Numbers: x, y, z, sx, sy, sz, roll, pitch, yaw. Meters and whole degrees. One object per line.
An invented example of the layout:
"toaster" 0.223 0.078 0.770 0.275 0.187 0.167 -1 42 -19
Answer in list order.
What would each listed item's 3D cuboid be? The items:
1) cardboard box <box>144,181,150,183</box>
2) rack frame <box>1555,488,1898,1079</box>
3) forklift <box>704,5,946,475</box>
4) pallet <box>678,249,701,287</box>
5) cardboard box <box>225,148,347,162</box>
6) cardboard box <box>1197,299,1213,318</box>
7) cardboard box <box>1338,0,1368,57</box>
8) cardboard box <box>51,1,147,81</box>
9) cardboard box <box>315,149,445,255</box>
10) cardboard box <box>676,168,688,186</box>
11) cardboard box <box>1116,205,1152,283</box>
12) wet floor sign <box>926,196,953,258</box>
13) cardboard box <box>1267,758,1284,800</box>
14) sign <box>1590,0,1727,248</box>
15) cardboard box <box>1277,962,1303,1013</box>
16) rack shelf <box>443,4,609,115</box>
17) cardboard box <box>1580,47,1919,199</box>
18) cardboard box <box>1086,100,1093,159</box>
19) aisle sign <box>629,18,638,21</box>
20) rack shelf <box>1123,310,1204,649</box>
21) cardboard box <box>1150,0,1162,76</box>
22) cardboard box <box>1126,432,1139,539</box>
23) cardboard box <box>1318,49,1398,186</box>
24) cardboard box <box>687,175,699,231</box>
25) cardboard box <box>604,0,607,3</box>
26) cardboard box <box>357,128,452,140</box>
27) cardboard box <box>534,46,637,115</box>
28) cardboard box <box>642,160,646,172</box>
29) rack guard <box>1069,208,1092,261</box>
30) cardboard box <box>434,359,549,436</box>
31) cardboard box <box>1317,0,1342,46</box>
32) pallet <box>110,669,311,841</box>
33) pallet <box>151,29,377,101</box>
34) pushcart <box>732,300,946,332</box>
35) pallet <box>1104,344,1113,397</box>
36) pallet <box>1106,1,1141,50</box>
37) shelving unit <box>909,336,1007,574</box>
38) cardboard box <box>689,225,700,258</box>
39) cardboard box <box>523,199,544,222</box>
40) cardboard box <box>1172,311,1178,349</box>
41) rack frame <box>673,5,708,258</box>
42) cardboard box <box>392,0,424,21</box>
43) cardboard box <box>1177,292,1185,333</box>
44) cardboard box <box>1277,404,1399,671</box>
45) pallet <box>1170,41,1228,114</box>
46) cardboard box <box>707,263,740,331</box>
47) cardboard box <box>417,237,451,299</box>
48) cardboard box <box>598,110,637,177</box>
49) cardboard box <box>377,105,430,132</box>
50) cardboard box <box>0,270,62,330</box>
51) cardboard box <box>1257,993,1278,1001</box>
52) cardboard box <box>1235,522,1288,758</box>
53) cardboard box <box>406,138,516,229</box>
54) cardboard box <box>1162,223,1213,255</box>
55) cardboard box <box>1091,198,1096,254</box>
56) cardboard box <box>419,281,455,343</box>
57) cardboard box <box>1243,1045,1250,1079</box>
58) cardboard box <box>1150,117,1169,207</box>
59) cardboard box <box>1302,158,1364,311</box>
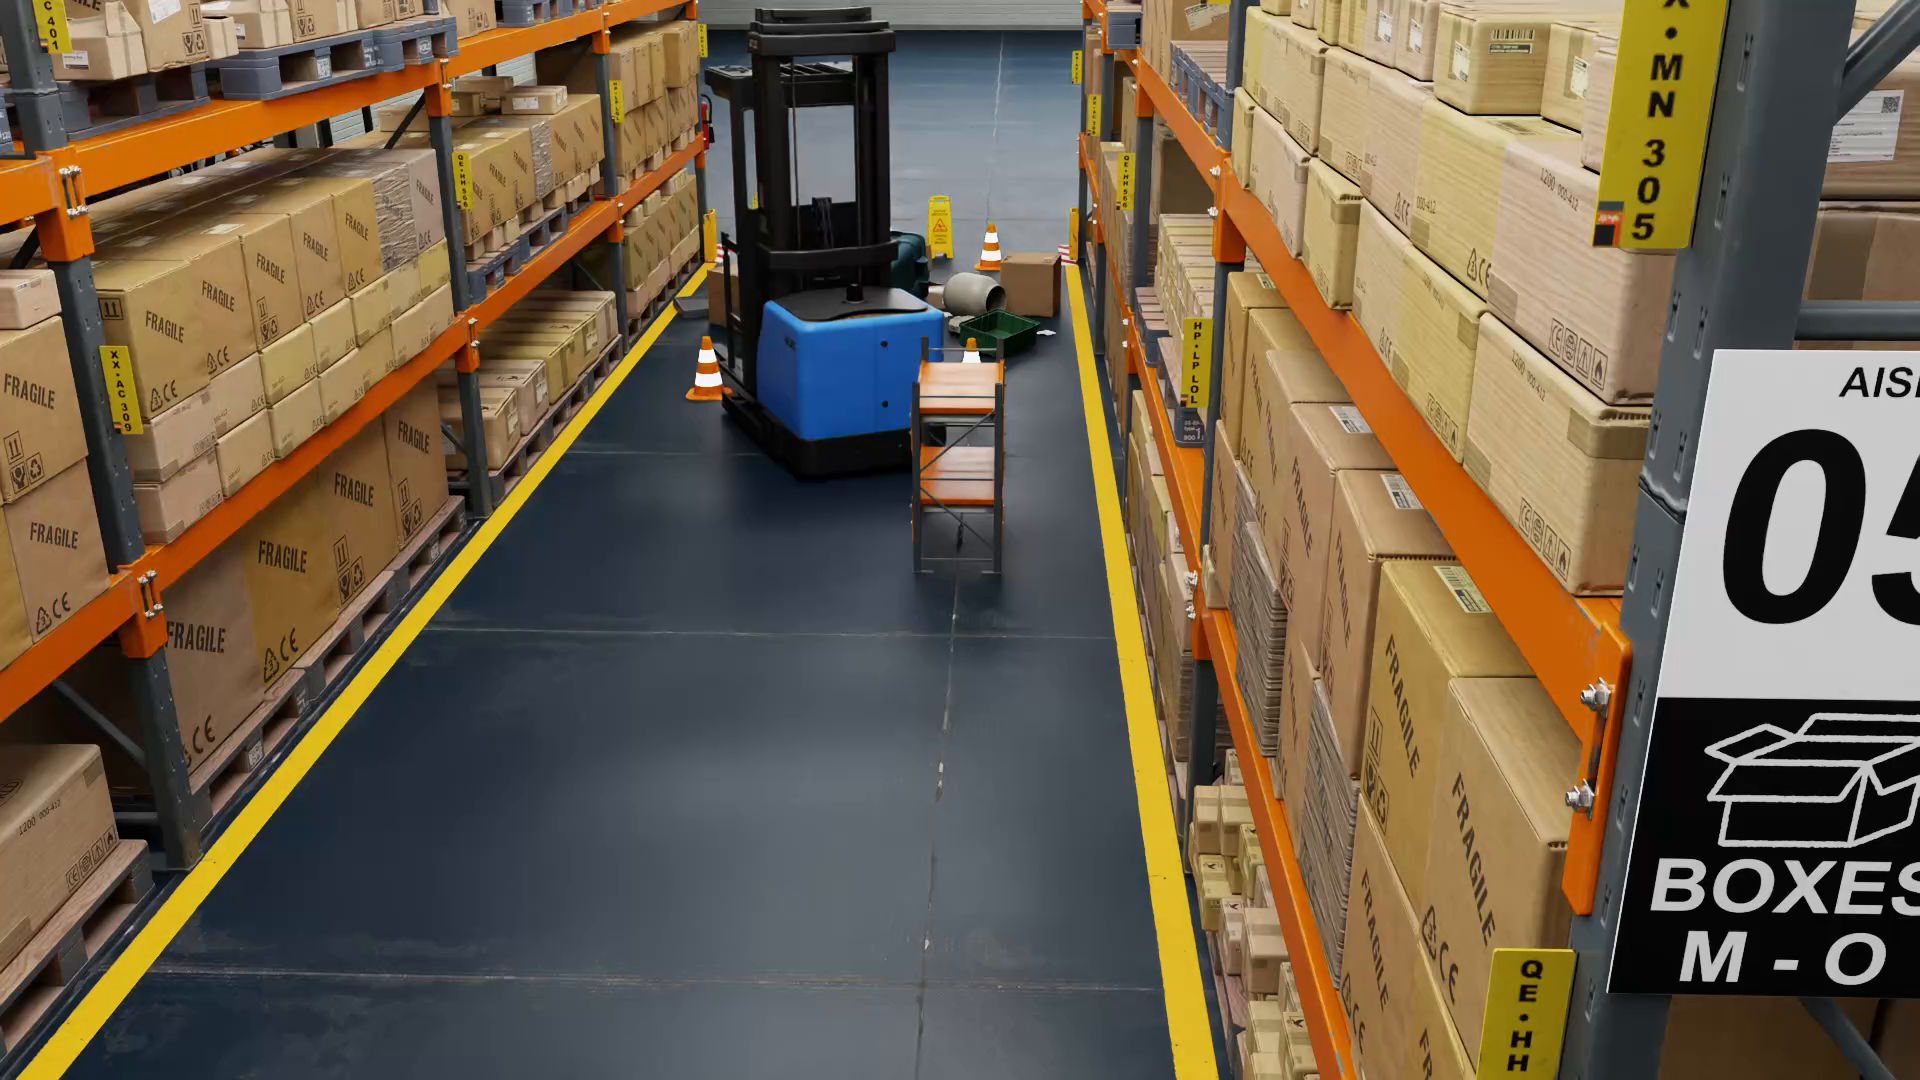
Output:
"cardboard box" -7.866 -3.518 16.787 0.500 0.250 0.500 1 21 3
"rack frame" 1.271 1.364 2.367 1.000 3.000 0.127 1 21 2
"forklift" -1.132 -2.291 11.882 1.130 2.935 3.031 -9 23 -21
"pallet" -3.255 -2.818 17.000 1.003 0.211 1.213 1 21 2
"cardboard box" -3.696 -1.884 9.216 0.500 0.500 0.500 0 21 0
"cardboard box" 1.246 -0.960 7.301 0.380 0.149 0.250 0 21 0
"cardboard box" 1.059 -1.158 3.684 0.380 0.149 0.250 0 21 0
"cardboard box" -3.193 -1.809 6.003 0.396 0.266 0.258 0 21 1
"cardboard box" -3.191 -1.869 9.180 0.500 0.500 0.500 0 21 0
"cardboard box" -2.901 -3.579 16.393 0.380 0.149 0.250 1 21 3
"cardboard box" 1.276 -1.921 10.696 0.500 0.500 0.500 1 21 2
"wet floor sign" -0.220 -3.356 17.785 0.267 0.644 0.232 -3 21 -8
"cardboard box" 1.066 0.610 4.657 0.380 0.149 0.250 2 21 4
"sign" 0.717 -0.461 1.699 0.100 0.325 0.005 1 21 2
"cardboard box" 1.149 1.372 4.884 0.380 0.149 0.250 0 21 -1
"rack shelf" -3.375 -3.333 11.319 1.077 0.370 4.000 1 21 2
"cardboard box" 0.988 -0.507 2.007 0.380 0.149 0.250 0 21 1
"cardboard box" 1.654 -3.956 15.871 0.875 0.550 0.550 1 21 2
"aisle sign" -3.501 -5.677 16.919 0.394 0.787 0.004 1 21 2
"rack shelf" 1.454 -0.470 8.088 1.077 0.370 4.000 1 21 2
"cardboard box" 1.223 -2.589 8.270 0.500 0.500 0.500 1 21 2
"cardboard box" 1.238 -0.306 9.546 0.500 0.500 0.500 0 21 -1
"cardboard box" 1.091 -0.919 3.621 0.500 0.250 0.500 0 21 -1
"cardboard box" -2.957 -3.410 16.855 0.500 0.500 0.500 1 21 2
"cardboard box" -3.057 -4.385 13.385 0.380 0.149 0.250 0 21 1
"cardboard box" -3.681 -2.465 11.104 0.500 0.500 0.500 -1 21 -2
"cardboard box" -3.085 -3.801 13.746 0.700 0.500 0.500 0 21 1
"cardboard box" -3.032 -3.360 14.889 0.380 0.149 0.250 1 21 1
"rack guard" 1.759 -3.264 17.751 1.175 0.500 0.348 1 21 2
"cardboard box" -3.395 -0.988 11.481 0.950 0.372 0.625 0 21 1
"cardboard box" 1.054 -1.252 3.929 0.380 0.149 0.250 2 21 4
"pallet" -3.610 0.920 7.366 1.003 0.211 1.213 1 21 2
"pallet" -3.434 -2.219 7.716 1.003 0.211 1.213 2 21 4
"pushcart" -1.034 -1.763 14.052 1.648 0.377 0.936 -7 22 -17
"pallet" 1.688 -1.395 13.332 1.003 0.211 1.213 1 21 2
"pallet" 1.481 -3.072 9.915 1.213 0.211 1.003 2 21 4
"shelving unit" 0.000 -0.522 9.819 0.538 1.125 1.048 1 21 2
"cardboard box" -2.949 -3.049 16.961 0.500 0.250 0.500 1 21 1
"cardboard box" -3.143 -2.324 11.640 0.380 0.149 0.250 1 21 3
"cardboard box" 1.271 -1.059 8.379 0.380 0.149 0.250 1 21 3
"rack frame" -3.193 -4.439 17.323 1.000 3.000 0.127 1 21 2
"cardboard box" -3.297 -3.051 8.875 0.797 0.503 0.637 -1 21 -2
"cardboard box" 1.261 -1.108 8.093 0.380 0.149 0.250 0 21 1
"cardboard box" 1.072 -0.018 3.998 0.500 0.500 0.500 0 21 0
"pallet" 1.547 -1.990 7.124 1.213 0.211 1.003 1 21 2
"cardboard box" -1.922 -2.201 15.007 0.500 0.500 0.500 18 27 38
"cardboard box" -3.197 -1.532 9.346 0.500 0.250 0.500 1 21 1
"cardboard box" -3.023 -3.334 13.926 0.500 0.500 0.500 1 21 1
"cardboard box" -3.668 -2.825 11.135 0.380 0.149 0.250 0 21 -1
"cardboard box" -3.249 -0.801 5.528 0.380 0.149 0.250 0 21 1
"cardboard box" 1.130 1.418 5.178 0.380 0.149 0.250 2 21 4
"cardboard box" 1.067 0.269 4.638 0.500 0.500 0.500 0 21 0
"cardboard box" -3.182 -2.276 10.619 0.500 0.500 0.500 2 21 4
"cardboard box" 1.301 -1.622 9.008 0.380 0.149 0.250 0 21 0
"cardboard box" 1.803 -3.380 16.951 0.875 0.875 0.875 1 21 2
"cardboard box" -3.192 -1.291 9.416 0.500 0.250 0.500 0 21 0
"cardboard box" 1.062 1.649 4.994 0.380 0.149 0.250 0 21 0
"cardboard box" 1.552 -2.386 10.512 0.700 0.500 0.500 0 21 1
"cardboard box" 1.054 -0.688 3.716 0.500 0.250 0.500 2 21 4
